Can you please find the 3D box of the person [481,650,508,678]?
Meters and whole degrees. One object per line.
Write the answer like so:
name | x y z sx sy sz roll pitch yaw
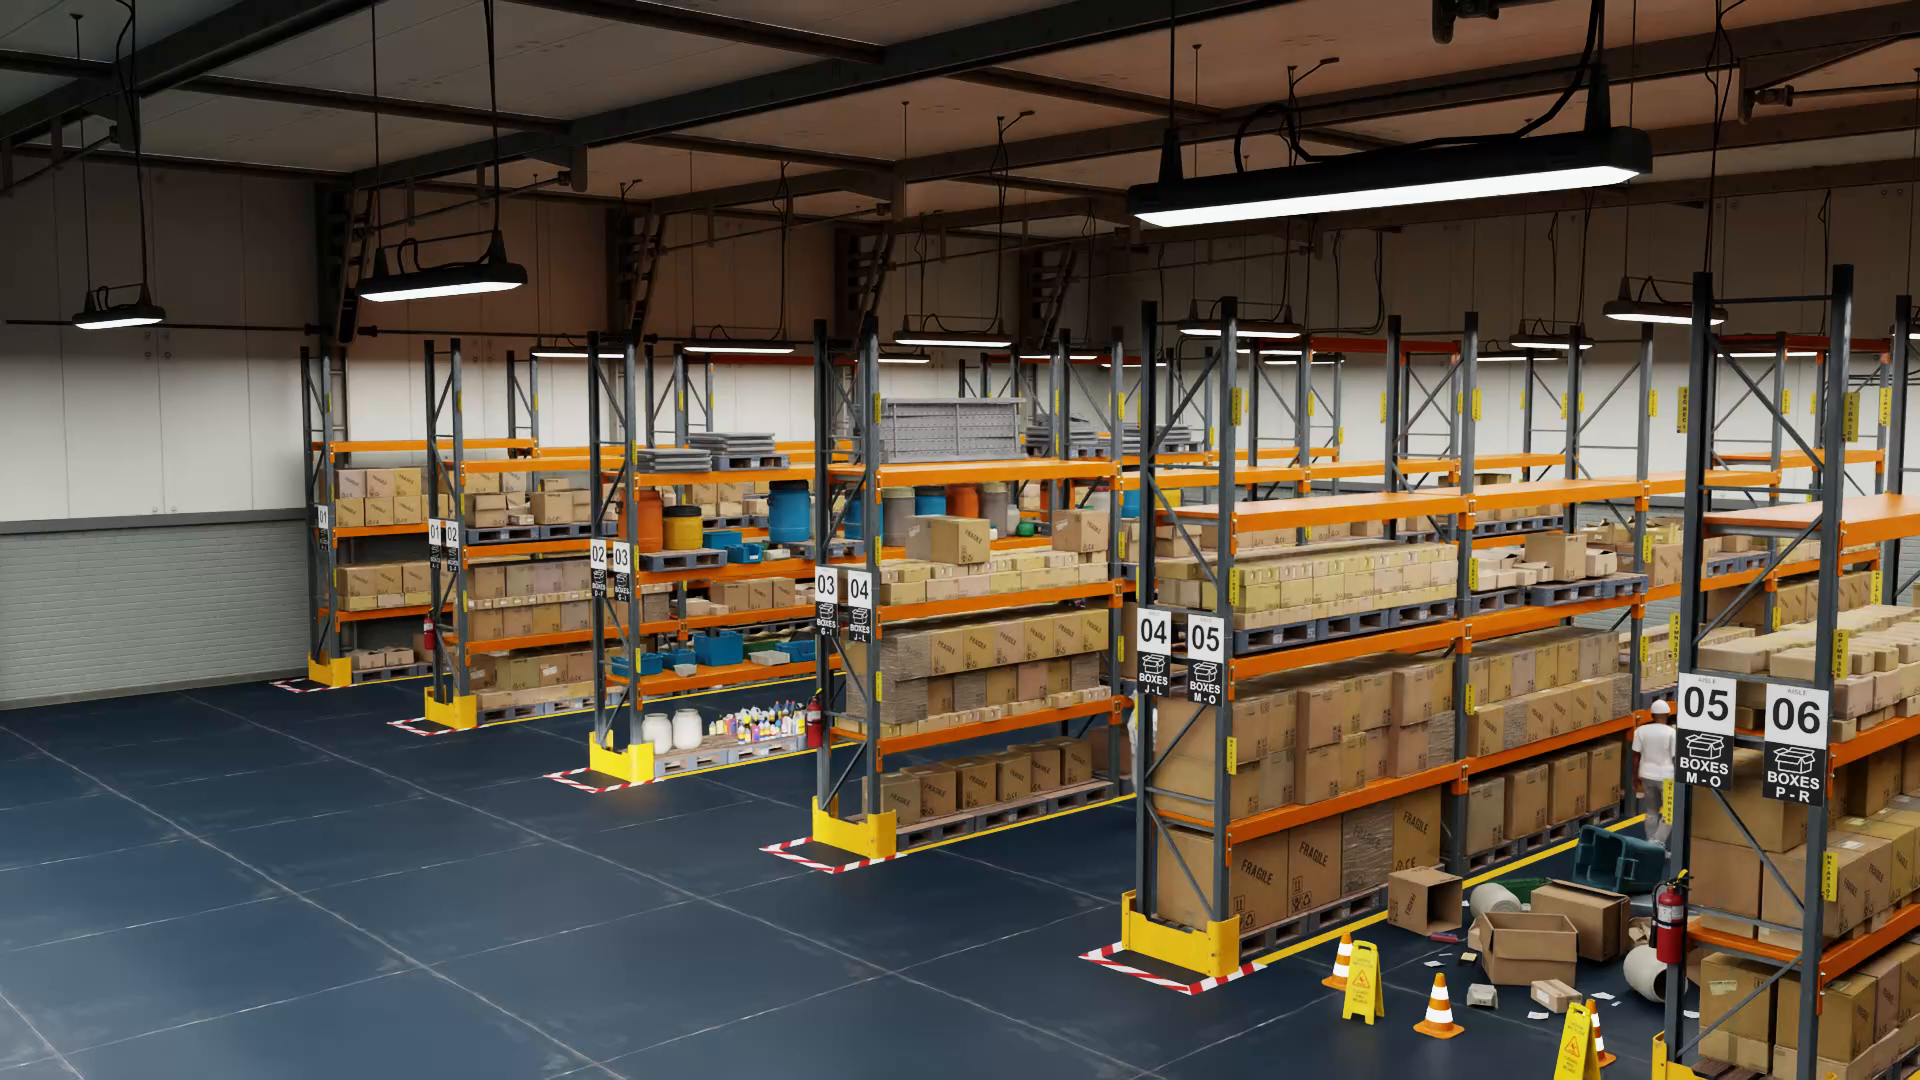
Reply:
person | -8.064 1.774 28.449 0.572 1.770 0.628 -3 6 -33

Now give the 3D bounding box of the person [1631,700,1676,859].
person | 7.769 2.664 18.519 0.548 1.765 0.594 -5 7 -42

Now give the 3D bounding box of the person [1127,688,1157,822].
person | 2.298 2.588 20.118 0.602 1.642 0.539 -3 6 -32
